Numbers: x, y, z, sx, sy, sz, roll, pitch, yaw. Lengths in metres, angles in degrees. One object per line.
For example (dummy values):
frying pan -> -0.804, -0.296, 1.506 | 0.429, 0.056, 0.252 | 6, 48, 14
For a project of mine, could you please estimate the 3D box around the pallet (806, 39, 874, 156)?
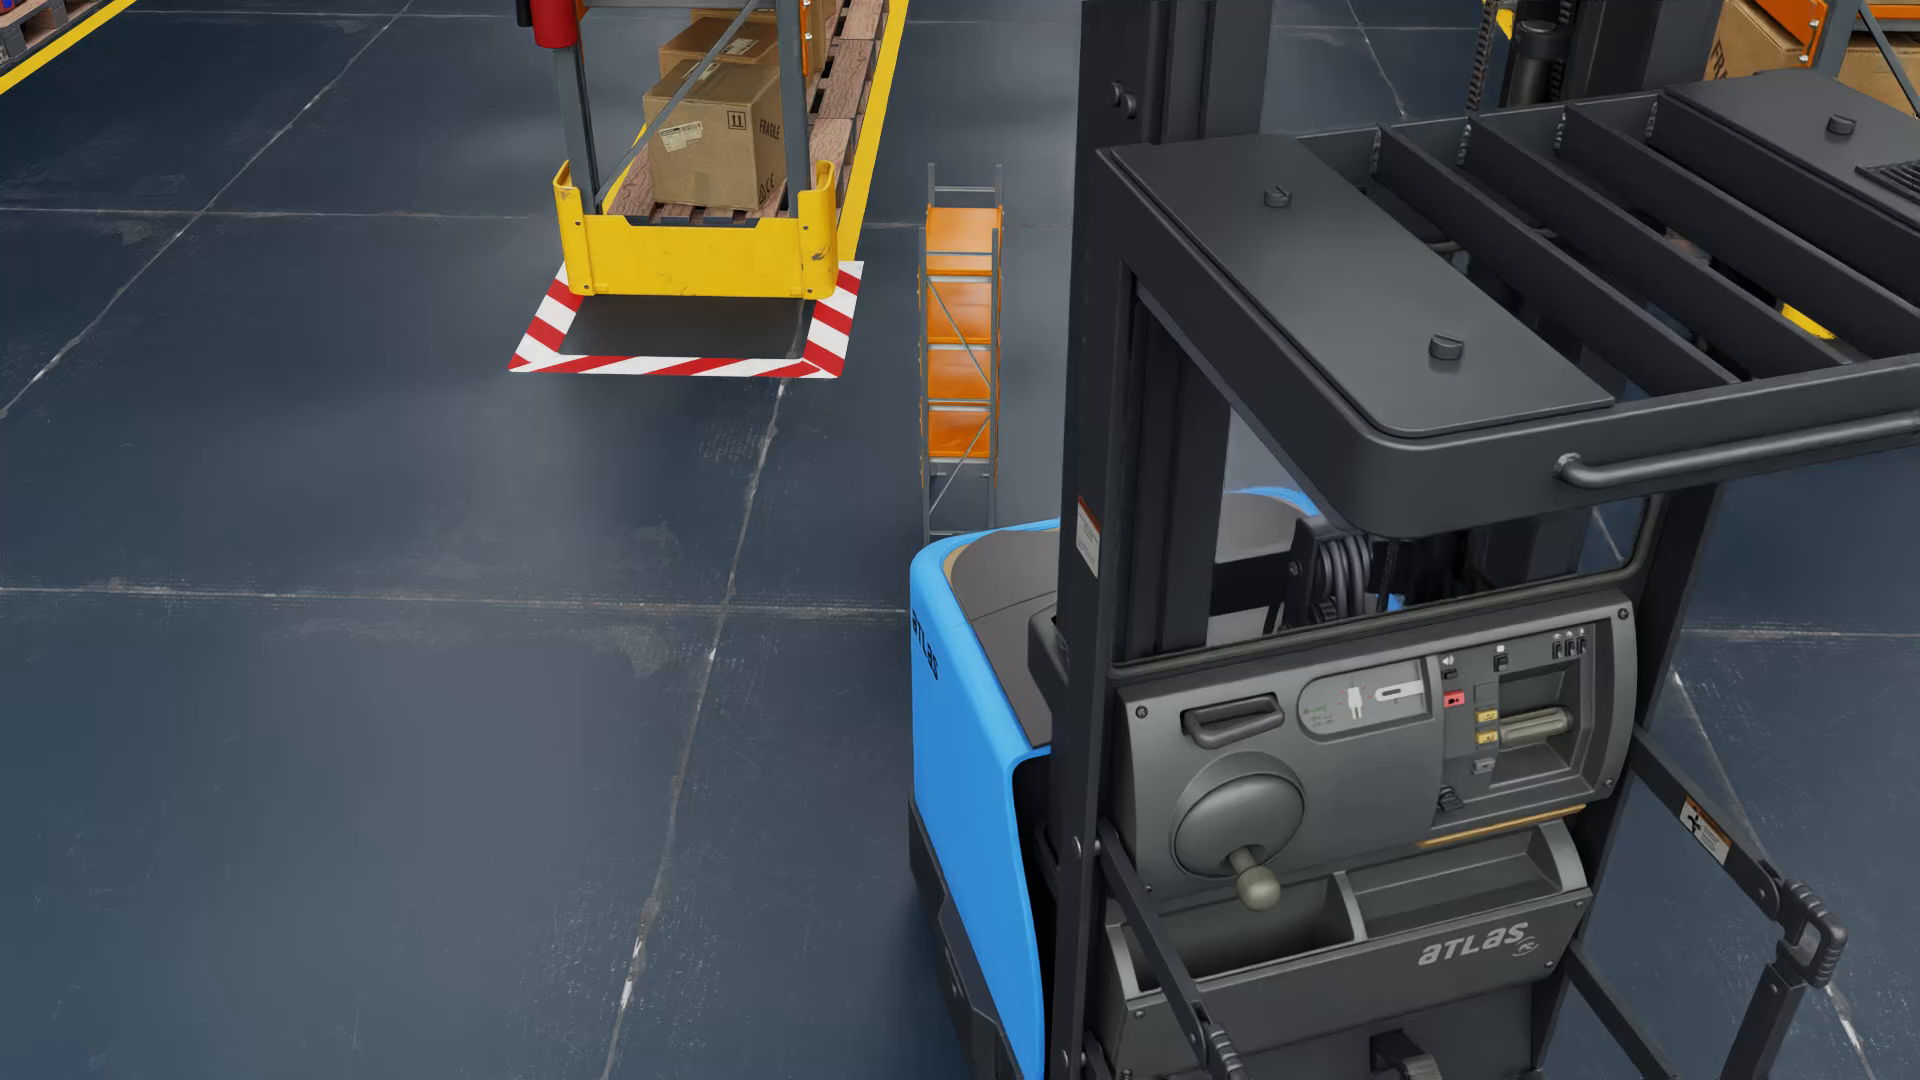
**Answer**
pallet -> -1.014, -2.410, 8.995 | 1.003, 0.211, 1.213 | 1, 35, 2

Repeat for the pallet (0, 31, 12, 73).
pallet -> -6.040, -2.526, 9.161 | 1.003, 0.211, 1.213 | 1, 35, 2

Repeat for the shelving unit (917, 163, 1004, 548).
shelving unit -> 0.007, -0.586, 5.540 | 0.258, 1.200, 0.503 | 1, 35, 2

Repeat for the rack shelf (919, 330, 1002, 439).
rack shelf -> 0.007, -0.531, 5.579 | 0.258, 0.148, 0.480 | 1, 35, 2

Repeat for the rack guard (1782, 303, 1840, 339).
rack guard -> 3.814, -1.133, 6.927 | 1.175, 0.500, 0.348 | 1, 35, 2

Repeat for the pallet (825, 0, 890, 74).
pallet -> -0.968, -3.113, 9.995 | 1.003, 0.211, 1.213 | 1, 35, 2

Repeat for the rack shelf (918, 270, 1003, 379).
rack shelf -> 0.007, -0.714, 5.450 | 0.258, 0.148, 0.480 | 1, 35, 2

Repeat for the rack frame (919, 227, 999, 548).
rack frame -> -0.003, -0.446, 5.341 | 0.240, 1.200, 0.015 | 1, 35, 2

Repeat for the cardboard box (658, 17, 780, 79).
cardboard box -> -1.105, -2.194, 8.071 | 0.500, 0.500, 0.500 | 10, 36, 14

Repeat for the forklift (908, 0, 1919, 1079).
forklift -> 0.779, 0.415, 2.610 | 1.130, 2.935, 3.031 | -10, 36, -14

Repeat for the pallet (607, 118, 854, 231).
pallet -> -1.066, -1.711, 8.001 | 1.003, 0.211, 1.213 | 1, 35, 2

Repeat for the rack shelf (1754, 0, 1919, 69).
rack shelf -> 3.896, -3.024, 8.070 | 1.077, 0.370, 4.000 | 1, 35, 2

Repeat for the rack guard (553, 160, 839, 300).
rack guard -> -1.134, -1.363, 7.255 | 1.175, 0.500, 0.348 | 1, 35, 2

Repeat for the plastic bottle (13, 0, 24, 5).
plastic bottle -> -5.671, -3.364, 9.849 | 0.144, 0.351, 0.185 | 0, 35, 0

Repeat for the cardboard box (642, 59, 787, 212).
cardboard box -> -1.095, -1.849, 7.582 | 0.500, 0.500, 0.500 | 8, 36, 11

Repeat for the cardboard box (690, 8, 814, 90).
cardboard box -> -1.061, -2.553, 8.583 | 0.500, 0.500, 0.500 | 4, 35, 6

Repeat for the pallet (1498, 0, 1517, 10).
pallet -> 3.932, -3.772, 10.933 | 1.003, 0.211, 1.213 | 1, 35, 2

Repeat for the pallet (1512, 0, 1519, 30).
pallet -> 3.867, -2.892, 9.681 | 1.003, 0.211, 1.213 | 1, 35, 2

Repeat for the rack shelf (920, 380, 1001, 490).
rack shelf -> 0.007, -0.369, 5.693 | 0.258, 0.148, 0.480 | 1, 35, 2

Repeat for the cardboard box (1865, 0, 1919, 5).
cardboard box -> 3.785, -2.445, 6.490 | 0.875, 0.550, 0.550 | 1, 35, 2

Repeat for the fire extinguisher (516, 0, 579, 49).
fire extinguisher -> -1.602, -2.255, 6.417 | 0.296, 0.674, 0.183 | 1, 35, 2

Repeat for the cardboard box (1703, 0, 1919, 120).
cardboard box -> 3.776, -1.863, 7.275 | 0.875, 0.875, 0.875 | 2, 35, 2

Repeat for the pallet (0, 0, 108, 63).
pallet -> -5.994, -3.229, 10.161 | 1.003, 0.211, 1.213 | 1, 35, 2

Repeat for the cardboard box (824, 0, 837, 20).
cardboard box -> -1.047, -3.231, 9.547 | 0.500, 0.500, 0.500 | 12, 37, 17

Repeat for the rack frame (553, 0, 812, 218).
rack frame -> -1.137, -2.342, 6.474 | 1.000, 3.000, 0.127 | 1, 35, 2

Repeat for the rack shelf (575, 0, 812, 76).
rack shelf -> -1.056, -3.197, 8.315 | 1.077, 0.370, 4.000 | 1, 35, 2

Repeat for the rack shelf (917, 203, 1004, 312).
rack shelf -> 0.007, -0.908, 5.314 | 0.258, 0.148, 0.480 | 1, 35, 2

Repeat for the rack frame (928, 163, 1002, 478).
rack frame -> 0.016, -0.726, 5.740 | 0.240, 1.200, 0.015 | 1, 35, 2

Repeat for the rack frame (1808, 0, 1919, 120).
rack frame -> 3.815, -2.169, 6.228 | 1.000, 3.000, 0.127 | 1, 35, 2

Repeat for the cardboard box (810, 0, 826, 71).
cardboard box -> -0.994, -2.873, 9.037 | 0.500, 0.500, 0.500 | -2, 35, -2

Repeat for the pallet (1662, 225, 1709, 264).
pallet -> 3.769, -1.490, 7.686 | 1.003, 0.211, 1.213 | 1, 35, 2

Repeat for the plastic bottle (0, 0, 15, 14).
plastic bottle -> -5.635, -3.242, 9.734 | 0.061, 0.283, 0.133 | 4, 35, 5
